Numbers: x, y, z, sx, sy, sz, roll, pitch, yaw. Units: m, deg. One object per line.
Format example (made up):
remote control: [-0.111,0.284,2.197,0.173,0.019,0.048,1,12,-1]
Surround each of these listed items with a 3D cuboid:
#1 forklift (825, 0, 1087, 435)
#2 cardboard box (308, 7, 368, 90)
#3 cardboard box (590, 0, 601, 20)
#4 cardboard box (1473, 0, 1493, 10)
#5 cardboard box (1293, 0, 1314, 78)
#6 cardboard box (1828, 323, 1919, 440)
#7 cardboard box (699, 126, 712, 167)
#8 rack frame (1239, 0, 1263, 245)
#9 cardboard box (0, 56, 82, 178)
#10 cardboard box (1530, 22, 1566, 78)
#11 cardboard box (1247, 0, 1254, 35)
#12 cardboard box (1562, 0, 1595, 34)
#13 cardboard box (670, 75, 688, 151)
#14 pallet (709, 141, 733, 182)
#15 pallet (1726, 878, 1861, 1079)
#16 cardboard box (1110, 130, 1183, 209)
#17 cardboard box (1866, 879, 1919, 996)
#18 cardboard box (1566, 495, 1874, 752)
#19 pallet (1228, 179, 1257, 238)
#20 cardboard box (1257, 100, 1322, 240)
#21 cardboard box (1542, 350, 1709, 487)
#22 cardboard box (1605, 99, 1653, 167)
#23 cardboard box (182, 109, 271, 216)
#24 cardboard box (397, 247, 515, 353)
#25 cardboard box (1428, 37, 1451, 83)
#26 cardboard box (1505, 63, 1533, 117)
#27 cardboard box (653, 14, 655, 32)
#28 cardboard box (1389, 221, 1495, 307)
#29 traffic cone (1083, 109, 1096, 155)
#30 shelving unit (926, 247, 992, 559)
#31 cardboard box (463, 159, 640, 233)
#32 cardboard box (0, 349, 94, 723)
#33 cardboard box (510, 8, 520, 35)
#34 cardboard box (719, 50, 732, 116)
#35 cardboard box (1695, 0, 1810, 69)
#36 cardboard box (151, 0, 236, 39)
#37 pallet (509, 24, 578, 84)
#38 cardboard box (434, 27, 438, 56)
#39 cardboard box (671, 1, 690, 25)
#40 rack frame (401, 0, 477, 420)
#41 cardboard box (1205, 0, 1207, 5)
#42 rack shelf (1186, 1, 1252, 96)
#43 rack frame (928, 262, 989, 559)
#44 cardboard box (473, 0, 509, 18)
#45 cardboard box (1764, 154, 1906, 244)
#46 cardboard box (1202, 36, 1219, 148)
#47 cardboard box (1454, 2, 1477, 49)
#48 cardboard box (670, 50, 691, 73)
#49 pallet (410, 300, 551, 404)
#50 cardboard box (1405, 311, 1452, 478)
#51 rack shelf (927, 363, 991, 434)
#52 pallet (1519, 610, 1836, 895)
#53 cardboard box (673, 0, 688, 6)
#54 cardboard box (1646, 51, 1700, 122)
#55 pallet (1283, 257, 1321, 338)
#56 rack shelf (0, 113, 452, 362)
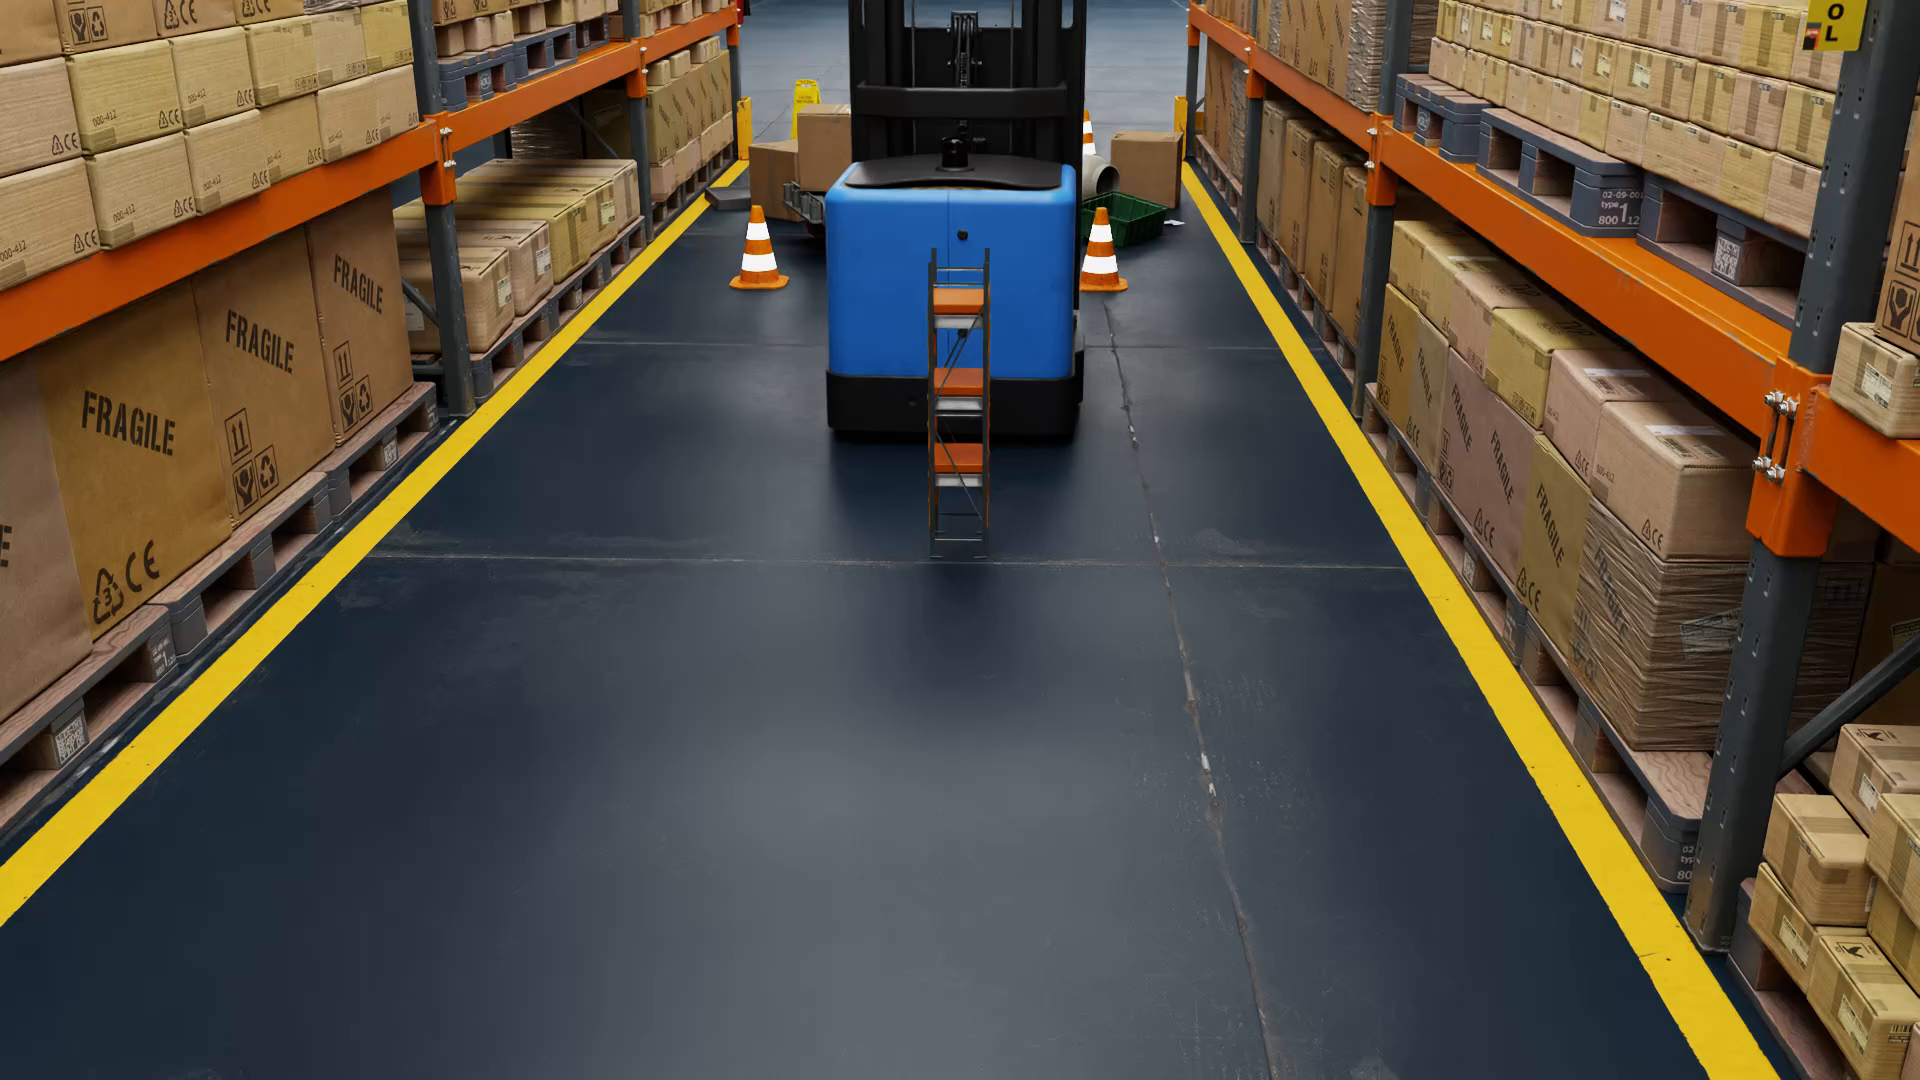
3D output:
forklift: [0.051,-2.295,7.892,1.130,2.935,3.031,1,21,4]
cardboard box: [-2.463,-1.763,5.942,0.500,0.250,0.500,0,21,0]
cardboard box: [-2.306,-3.110,9.665,0.380,0.149,0.250,0,21,1]
cardboard box: [2.035,-1.950,5.853,0.380,0.149,0.250,1,21,1]
cardboard box: [2.049,-2.704,8.713,0.500,0.500,0.500,1,21,2]
cardboard box: [1.803,-0.283,2.959,0.380,0.149,0.250,1,21,4]
cardboard box: [-2.237,-3.098,13.087,0.500,0.250,0.500,0,21,0]
rack frame: [2.382,-3.391,10.623,1.000,3.000,0.127,1,21,2]
cardboard box: [-2.529,-1.025,4.040,0.500,0.250,0.500,1,21,2]
cardboard box: [2.007,-1.524,5.166,0.380,0.149,0.250,0,21,1]
cardboard box: [2.381,-3.595,10.940,0.875,0.550,0.550,1,21,2]
cardboard box: [2.003,-1.571,4.875,0.380,0.149,0.250,0,21,1]
cardboard box: [-2.277,-3.077,11.996,0.500,0.500,0.500,1,21,4]
pallet: [-2.510,-3.235,14.074,1.003,0.211,1.213,1,21,2]
pallet: [2.154,1.044,3.046,1.003,0.211,1.213,1,21,2]
cardboard box: [1.403,-2.800,12.550,0.500,0.500,0.500,4,22,11]
cardboard box: [1.890,0.716,2.987,0.380,0.149,0.250,1,21,2]
cardboard box: [1.909,0.200,4.241,0.500,0.500,0.500,0,21,1]
pallet: [2.483,-2.365,11.834,1.003,0.211,1.213,1,21,2]
cardboard box: [2.453,-2.313,10.373,1.050,0.750,0.750,1,21,1]
cardboard box: [1.938,-0.337,4.588,0.500,0.250,0.500,2,21,4]
cardboard box: [1.980,-1.099,4.480,0.380,0.149,0.250,0,21,-1]
cardboard box: [-2.465,-1.156,5.069,0.500,0.250,0.500,0,21,1]
cardboard box: [-2.663,-1.138,7.867,0.950,0.372,0.625,-1,21,-2]
cardboard box: [2.045,-1.864,6.454,0.380,0.149,0.250,0,21,1]
cardboard box: [2.017,-1.476,5.453,0.380,0.149,0.250,1,21,3]
cardboard box: [-2.283,-3.494,11.236,0.380,0.149,0.250,1,21,3]
cardboard box: [1.997,-1.079,6.500,0.500,0.250,0.500,0,21,-1]
traffic cone: [1.068,-3.479,14.354,0.336,0.463,0.334,1,21,2]
shelving unit: [-0.002,-0.470,5.789,0.215,1.050,0.252,1,21,2]
cardboard box: [-2.582,-2.190,10.580,0.950,0.372,0.625,1,21,2]
cardboard box: [-2.873,0.053,4.103,0.875,0.875,0.875,1,21,3]
cardboard box: [-2.470,-2.647,8.472,0.380,0.149,0.250,1,21,4]
cardboard box: [-2.211,-3.827,13.928,0.500,0.500,0.500,1,21,2]
cardboard box: [1.973,-1.193,3.901,0.380,0.149,0.250,0,21,0]
cardboard box: [-2.497,-1.738,4.841,0.500,0.500,0.500,0,21,1]
pallet: [-2.671,-2.590,8.822,1.003,0.211,1.213,1,21,2]
cardboard box: [-2.495,-2.157,7.209,0.380,0.149,0.250,-1,21,-1]
cardboard box: [-2.190,-3.865,12.191,0.380,0.149,0.250,1,21,2]
rack frame: [-2.691,-1.963,6.942,1.000,3.000,0.127,1,21,2]
cardboard box: [2.538,-4.773,13.976,0.875,0.550,0.550,1,21,2]
rack shelf: [2.443,-3.779,12.617,1.077,0.370,4.000,1,21,2]
rack frame: [-0.005,-0.426,5.675,0.200,1.050,0.008,1,21,2]
cardboard box: [-2.437,-2.693,7.692,0.500,0.500,0.500,2,21,4]
cardboard box: [1.953,-0.723,3.513,0.380,0.149,0.250,0,21,0]
cardboard box: [2.549,-3.797,14.025,0.875,0.875,0.875,1,21,2]
cardboard box: [2.039,-1.892,6.113,0.380,0.149,0.250,2,21,4]
cardboard box: [-2.198,-3.513,12.224,0.380,0.149,0.250,2,21,5]
pallet: [-2.665,-0.946,8.174,1.003,0.211,1.213,1,21,2]
cardboard box: [1.972,-0.541,6.151,0.500,0.500,0.500,1,21,2]
rack shelf: [-0.002,-0.460,5.793,0.215,0.259,0.240,1,21,2]
pallet: [2.161,0.520,4.398,1.003,0.211,1.213,1,21,2]
cardboard box: [-2.257,-4.114,11.935,0.500,0.500,0.500,0,21,1]
cardboard box: [1.975,-1.146,4.192,0.380,0.149,0.250,0,21,0]
pallet: [2.399,-1.369,9.266,1.003,0.211,1.213,1,21,2]
rack shelf: [-2.751,-0.905,5.208,1.077,0.370,4.000,1,21,2]
